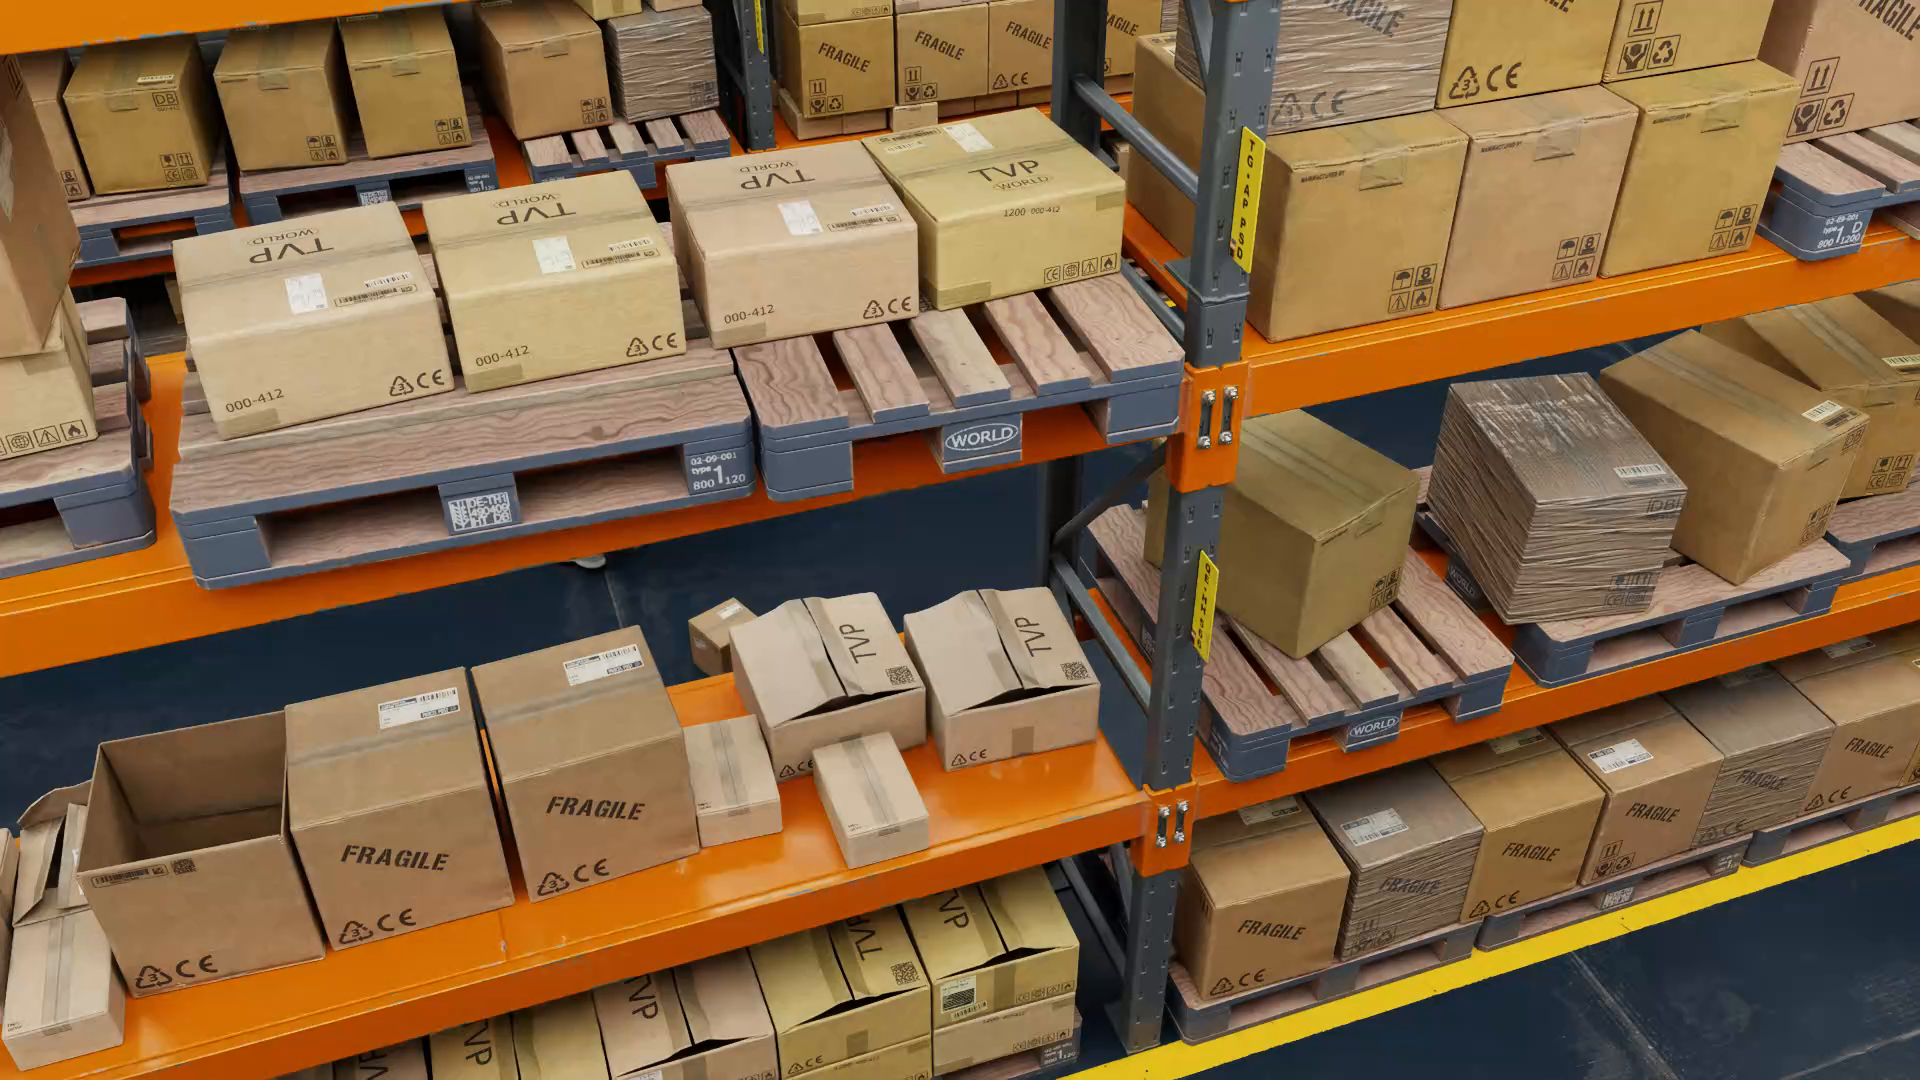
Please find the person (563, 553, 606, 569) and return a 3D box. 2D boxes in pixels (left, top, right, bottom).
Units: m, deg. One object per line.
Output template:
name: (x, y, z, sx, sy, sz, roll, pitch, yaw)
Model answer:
person: (-1.819, -0.627, 7.576, 0.559, 1.767, 0.594, 18, 41, 22)
